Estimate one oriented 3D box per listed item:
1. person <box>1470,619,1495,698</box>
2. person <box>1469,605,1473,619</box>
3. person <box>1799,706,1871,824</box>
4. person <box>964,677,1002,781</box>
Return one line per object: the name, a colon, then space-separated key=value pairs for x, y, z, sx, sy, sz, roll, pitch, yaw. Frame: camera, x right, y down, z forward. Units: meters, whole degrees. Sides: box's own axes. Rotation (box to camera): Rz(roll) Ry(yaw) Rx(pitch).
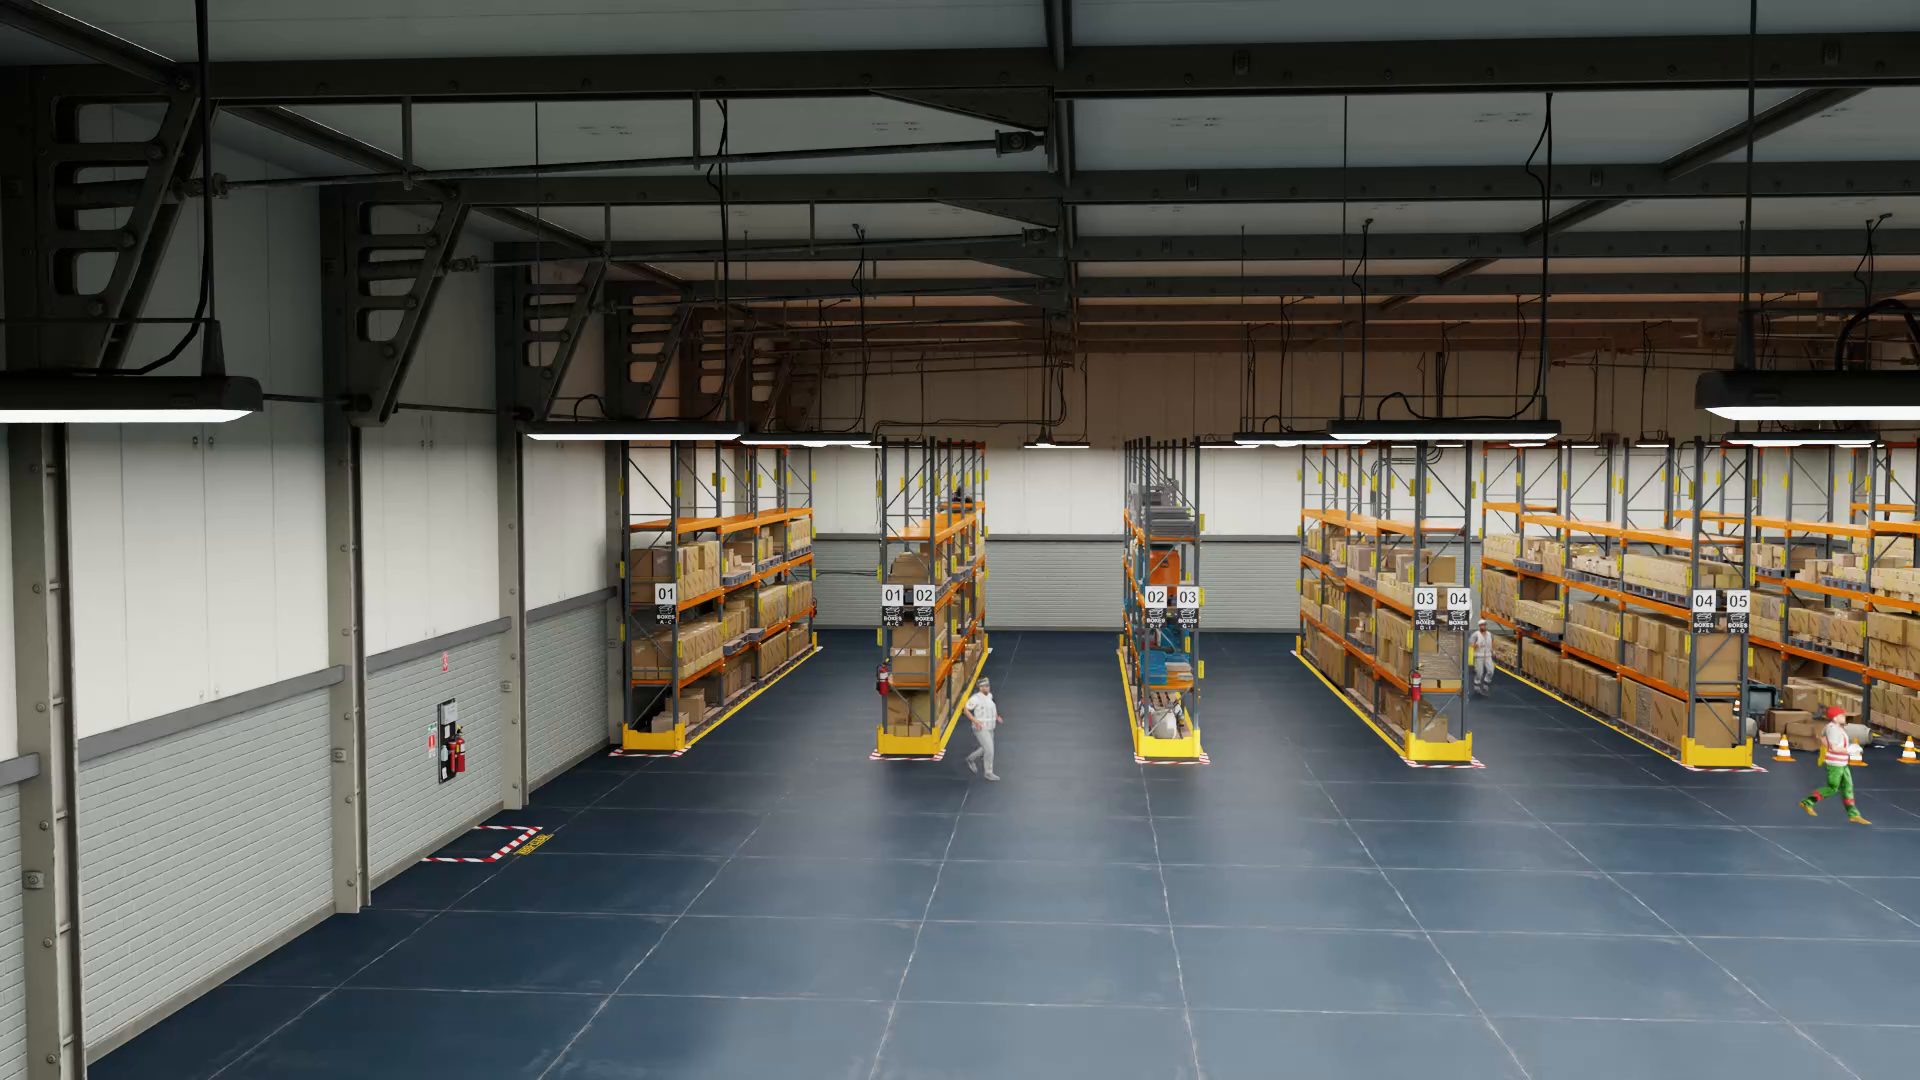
person: x=12.204 y=2.761 z=38.753 sx=0.631 sy=1.823 sz=0.694 roll=0 pitch=3 yaw=-3
person: x=14.193 y=2.439 z=47.069 sx=0.832 sy=1.540 sz=0.764 roll=-1 pitch=3 yaw=-25
person: x=13.416 y=3.436 z=25.465 sx=0.988 sy=1.783 sz=0.654 roll=2 pitch=4 yaw=33
person: x=0.389 y=3.283 z=29.115 sx=0.783 sy=1.780 sz=0.683 roll=2 pitch=4 yaw=35
